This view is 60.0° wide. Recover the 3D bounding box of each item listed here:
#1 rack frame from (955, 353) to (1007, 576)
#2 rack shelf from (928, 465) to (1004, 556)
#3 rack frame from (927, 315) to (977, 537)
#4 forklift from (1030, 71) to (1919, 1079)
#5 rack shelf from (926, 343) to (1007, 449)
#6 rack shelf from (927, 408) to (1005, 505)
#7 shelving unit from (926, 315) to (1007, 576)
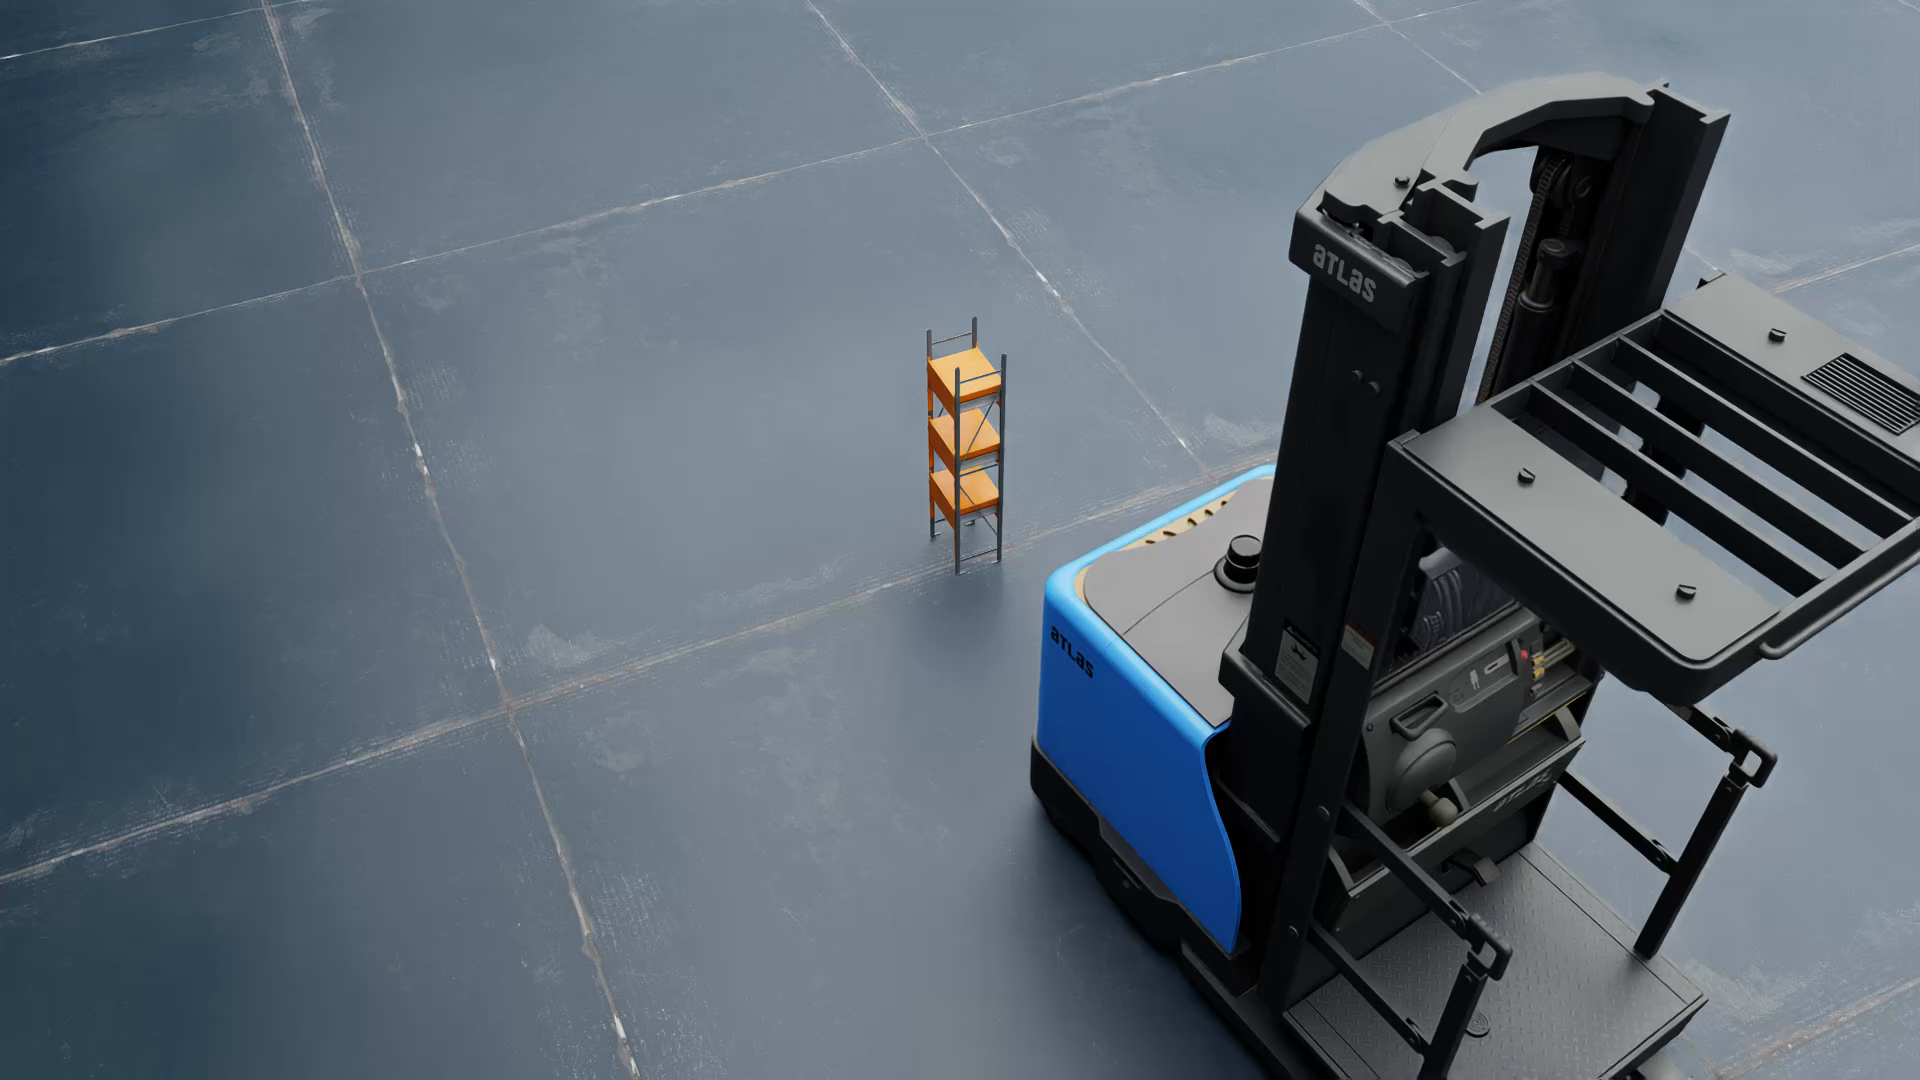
[{"bbox_3d":[0.074,-0.262,6.268,0.200,1.050,0.008,-18,47,-17],"label":"rack frame"},{"bbox_3d":[0.022,-0.134,6.549,0.215,0.259,0.240,-18,47,-17],"label":"rack shelf"},{"bbox_3d":[-0.029,-0.417,6.425,0.200,1.050,0.008,-18,47,-17],"label":"rack frame"},{"bbox_3d":[1.496,0.491,4.166,1.130,2.935,3.031,-26,50,-24],"label":"forklift"},{"bbox_3d":[0.022,-0.534,6.155,0.215,0.259,0.240,-18,47,-17],"label":"rack shelf"},{"bbox_3d":[0.022,-0.332,6.354,0.215,0.259,0.240,-18,47,-17],"label":"rack shelf"},{"bbox_3d":[0.022,-0.340,6.347,0.215,1.050,0.252,-18,47,-17],"label":"shelving unit"}]
